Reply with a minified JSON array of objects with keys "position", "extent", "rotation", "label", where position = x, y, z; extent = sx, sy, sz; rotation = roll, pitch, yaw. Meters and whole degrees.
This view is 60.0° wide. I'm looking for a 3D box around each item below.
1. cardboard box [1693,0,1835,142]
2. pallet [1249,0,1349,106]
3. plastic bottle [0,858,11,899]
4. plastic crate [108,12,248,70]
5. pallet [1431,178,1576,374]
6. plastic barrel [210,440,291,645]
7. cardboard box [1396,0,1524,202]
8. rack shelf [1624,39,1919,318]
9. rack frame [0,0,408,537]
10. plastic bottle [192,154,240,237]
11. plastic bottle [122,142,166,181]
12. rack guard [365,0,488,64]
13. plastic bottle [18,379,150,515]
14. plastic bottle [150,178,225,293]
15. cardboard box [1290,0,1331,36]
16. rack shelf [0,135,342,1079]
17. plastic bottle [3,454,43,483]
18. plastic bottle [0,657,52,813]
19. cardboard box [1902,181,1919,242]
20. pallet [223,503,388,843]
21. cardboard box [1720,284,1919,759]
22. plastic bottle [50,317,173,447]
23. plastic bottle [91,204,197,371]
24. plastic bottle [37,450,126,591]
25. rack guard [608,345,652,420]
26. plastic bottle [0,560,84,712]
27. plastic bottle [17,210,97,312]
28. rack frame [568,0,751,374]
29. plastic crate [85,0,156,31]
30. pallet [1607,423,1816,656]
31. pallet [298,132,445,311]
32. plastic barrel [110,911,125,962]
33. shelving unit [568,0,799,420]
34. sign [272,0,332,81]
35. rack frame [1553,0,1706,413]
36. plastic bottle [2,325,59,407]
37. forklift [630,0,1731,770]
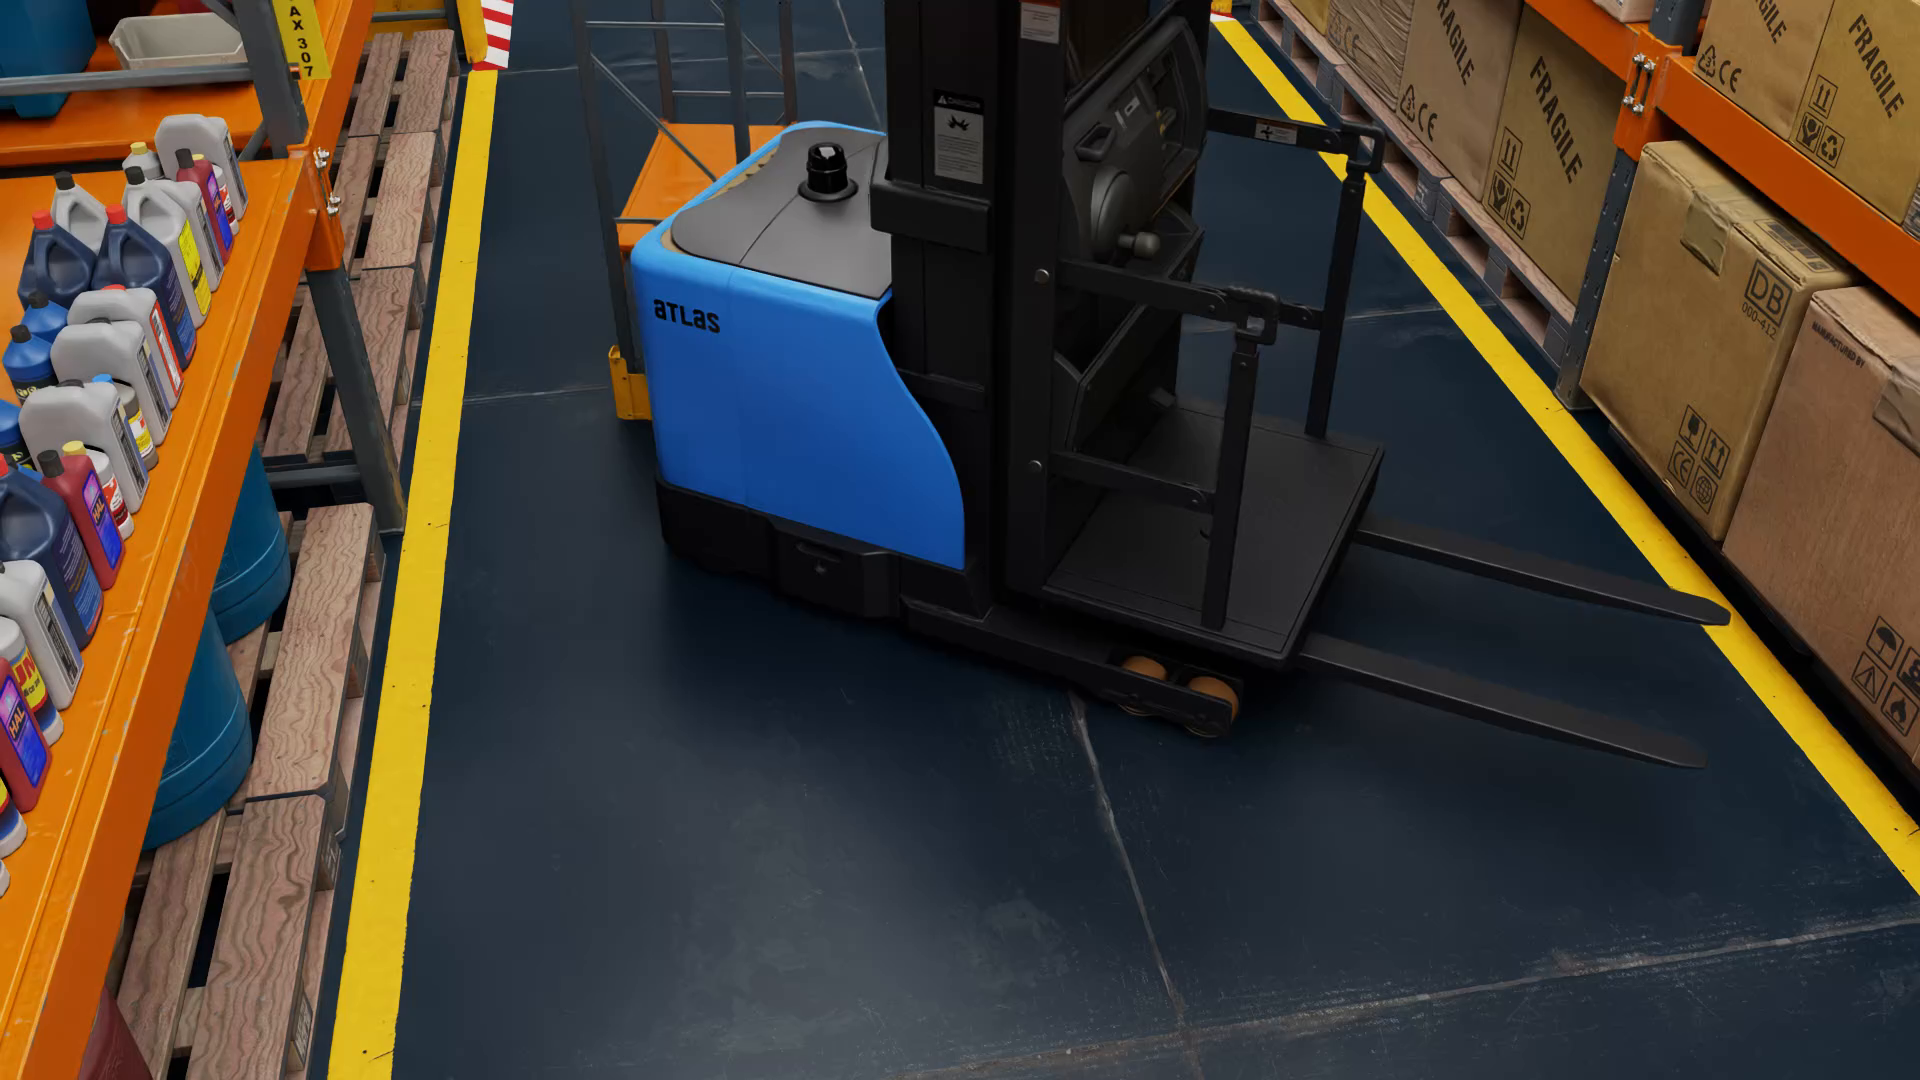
[{"position":[2.446,-1.454,4.595],"extent":[0.500,0.500,0.500],"rotation":[-6,38,-8],"label":"cardboard box"},{"position":[2.128,-2.560,8.373],"extent":[1.003,0.211,1.213],"rotation":[-6,38,-8],"label":"pallet"},{"position":[-1.459,0.412,2.380],"extent":[0.097,0.271,0.097],"rotation":[0,38,0],"label":"plastic bottle"},{"position":[-2.205,-1.403,4.777],"extent":[0.396,0.136,0.243],"rotation":[-6,38,-8],"label":"plastic crate"},{"position":[2.556,-1.086,6.476],"extent":[1.003,0.211,1.213],"rotation":[-6,38,-8],"label":"pallet"},{"position":[-2.186,-0.194,4.422],"extent":[0.600,0.901,0.708],"rotation":[-6,38,-8],"label":"plastic barrel"},{"position":[2.417,-1.997,6.765],"extent":[0.875,0.875,0.875],"rotation":[-6,38,-8],"label":"cardboard box"},{"position":[2.963,-0.227,3.684],"extent":[1.077,0.370,4.000],"rotation":[-6,38,-8],"label":"rack shelf"},{"position":[-2.264,-1.187,4.333],"extent":[1.000,3.000,0.127],"rotation":[-6,38,-8],"label":"rack frame"},{"position":[-1.830,-0.838,4.046],"extent":[0.097,0.201,0.097],"rotation":[0,38,0],"label":"plastic bottle"},{"position":[-1.997,-0.880,4.100],"extent":[0.097,0.201,0.097],"rotation":[0,38,0],"label":"plastic bottle"},{"position":[-2.983,-2.629,8.226],"extent":[1.175,0.500,0.348],"rotation":[-6,38,-8],"label":"rack guard"},{"position":[-1.660,-0.188,3.148],"extent":[0.152,0.276,0.135],"rotation":[-6,38,-8],"label":"plastic bottle"},{"position":[-1.813,-0.714,3.825],"extent":[0.152,0.276,0.135],"rotation":[-6,38,-8],"label":"plastic bottle"},{"position":[2.102,-3.084,8.165],"extent":[0.875,0.875,0.875],"rotation":[-6,38,-8],"label":"cardboard box"},{"position":[-1.914,0.305,2.998],"extent":[1.077,0.370,4.000],"rotation":[-6,38,-8],"label":"rack shelf"},{"position":[-1.650,-0.032,2.951],"extent":[0.097,0.271,0.097],"rotation":[0,38,0],"label":"plastic bottle"},{"position":[-1.478,0.276,2.544],"extent":[0.061,0.283,0.133],"rotation":[-6,38,-8],"label":"plastic bottle"},{"position":[2.623,-0.848,3.816],"extent":[0.500,0.500,0.500],"rotation":[-7,38,-9],"label":"cardboard box"},{"position":[-2.170,0.385,4.582],"extent":[1.003,0.211,1.213],"rotation":[-6,38,-8],"label":"pallet"},{"position":[2.901,-0.122,4.352],"extent":[1.225,0.875,0.875],"rotation":[-7,38,-10],"label":"cardboard box"},{"position":[-1.701,-0.328,3.328],"extent":[0.152,0.276,0.135],"rotation":[-6,38,-8],"label":"plastic bottle"},{"position":[-1.749,-0.536,3.535],"extent":[0.144,0.351,0.185],"rotation":[-6,38,-8],"label":"plastic bottle"},{"position":[-1.575,-0.056,2.972],"extent":[0.061,0.283,0.133],"rotation":[-6,38,-8],"label":"plastic bottle"},{"position":[-0.902,-0.537,5.737],"extent":[0.587,0.250,0.087],"rotation":[2,38,2],"label":"rack guard"},{"position":[-1.564,0.144,2.720],"extent":[0.152,0.276,0.135],"rotation":[-6,38,-8],"label":"plastic bottle"},{"position":[-1.891,-0.520,3.515],"extent":[0.144,0.351,0.185],"rotation":[-6,38,-8],"label":"plastic bottle"},{"position":[-0.903,-1.019,5.339],"extent":[0.500,1.500,0.032],"rotation":[2,38,2],"label":"rack frame"},{"position":[-2.725,-1.749,5.232],"extent":[0.437,0.125,0.590],"rotation":[-6,38,-8],"label":"plastic crate"},{"position":[2.821,-0.160,5.284],"extent":[1.003,0.211,1.213],"rotation":[-6,38,-8],"label":"pallet"},{"position":[-2.649,-1.264,6.705],"extent":[1.003,0.211,1.213],"rotation":[-6,38,-8],"label":"pallet"},{"position":[-2.051,0.739,3.540],"extent":[0.421,0.512,0.421],"rotation":[0,38,0],"label":"plastic barrel"},{"position":[-0.878,-1.336,5.747],"extent":[0.587,1.500,1.083],"rotation":[2,38,2],"label":"shelving unit"},{"position":[-1.722,-1.354,4.322],"extent":[0.100,0.325,0.005],"rotation":[-6,38,-8],"label":"sign"},{"position":[2.612,-1.720,5.018],"extent":[1.000,3.000,0.127],"rotation":[-6,38,-8],"label":"rack frame"},{"position":[-1.821,-0.301,3.298],"extent":[0.097,0.271,0.097],"rotation":[0,38,0],"label":"plastic bottle"},{"position":[0.634,-0.991,4.137],"extent":[3.031,2.935,1.130],"rotation":[16,41,20],"label":"forklift"}]
